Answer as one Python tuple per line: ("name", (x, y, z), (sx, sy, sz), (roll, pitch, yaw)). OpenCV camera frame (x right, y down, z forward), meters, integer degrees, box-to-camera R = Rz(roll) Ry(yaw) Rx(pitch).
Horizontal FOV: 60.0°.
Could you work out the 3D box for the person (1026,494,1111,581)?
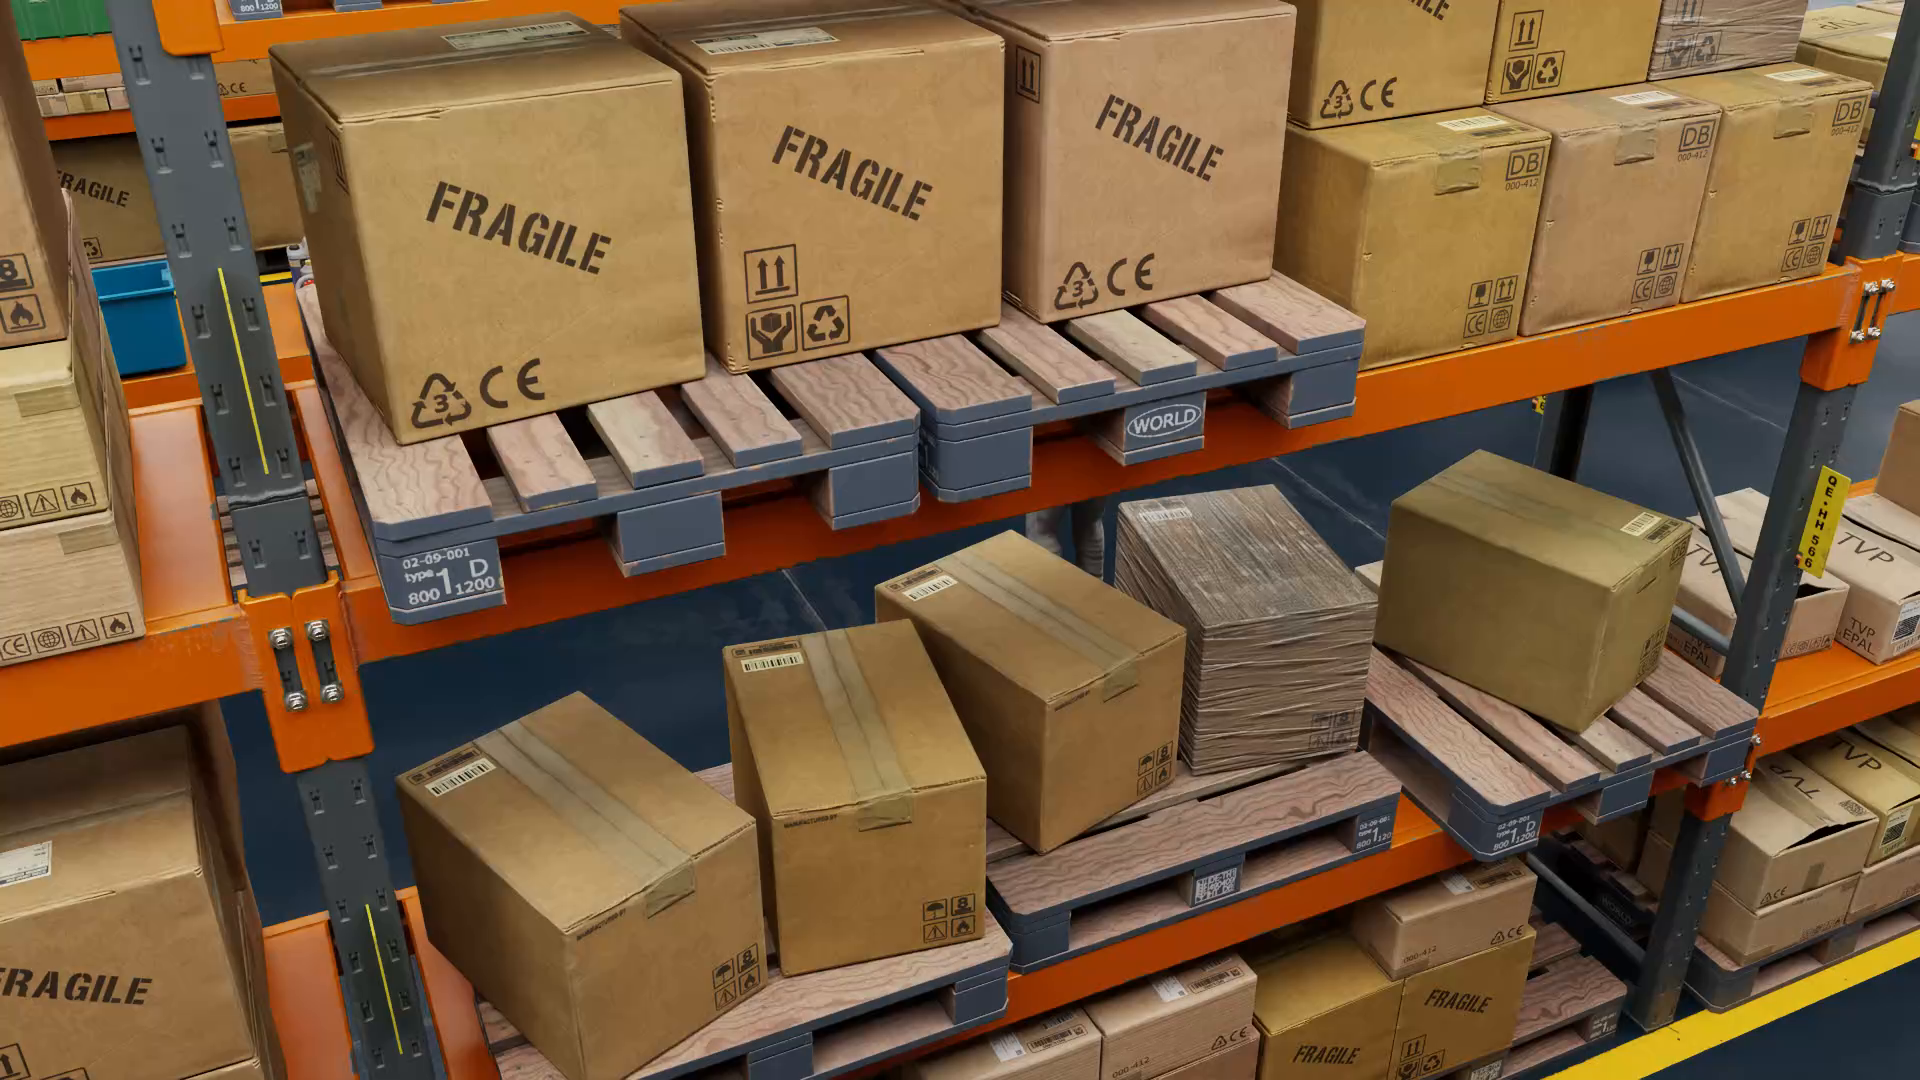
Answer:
("person", (0.495, -0.391, 7.823), (0.452, 1.653, 0.534), (-13, 32, -21))
